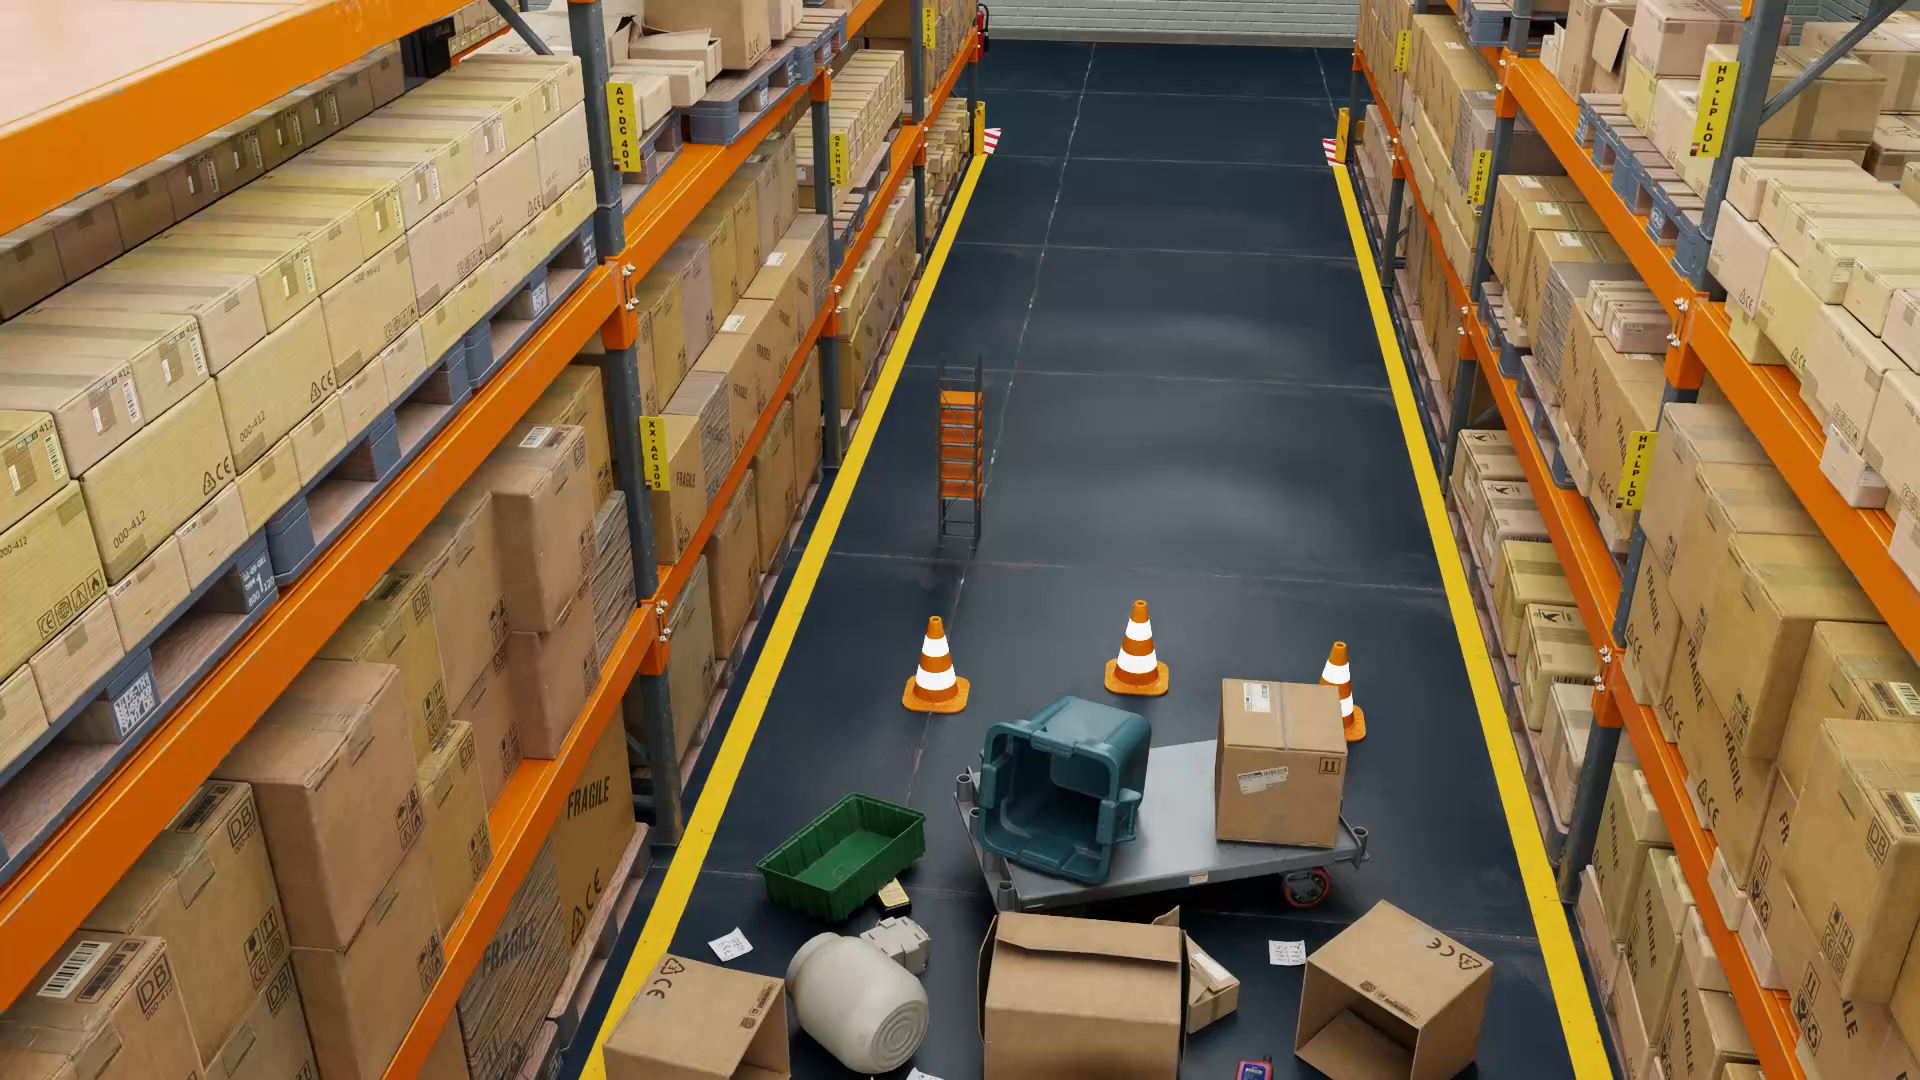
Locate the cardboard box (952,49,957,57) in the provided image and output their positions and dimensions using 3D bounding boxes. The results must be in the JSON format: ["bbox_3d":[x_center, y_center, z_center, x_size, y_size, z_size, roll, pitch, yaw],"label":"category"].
[{"bbox_3d":[-0.229,-4.854,16.363,0.380,0.149,0.250,2,28,4],"label":"cardboard box"}]

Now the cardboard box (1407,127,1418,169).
[{"bbox_3d":[3.740,-2.988,12.792,0.500,0.250,0.500,3,28,5],"label":"cardboard box"}]

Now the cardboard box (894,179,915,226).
[{"bbox_3d":[-0.647,-2.779,13.647,0.500,0.250,0.500,3,28,5],"label":"cardboard box"}]

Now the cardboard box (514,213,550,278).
[{"bbox_3d":[-1.575,-0.972,5.446,0.380,0.149,0.250,4,29,7],"label":"cardboard box"}]

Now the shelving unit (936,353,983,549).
[{"bbox_3d":[-0.002,-0.521,9.953,0.258,1.200,0.189,3,28,6],"label":"shelving unit"}]

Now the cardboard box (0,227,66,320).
[{"bbox_3d":[-2.417,-0.648,4.003,0.380,0.149,0.250,3,28,5],"label":"cardboard box"}]

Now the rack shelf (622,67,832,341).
[{"bbox_3d":[-1.542,-1.909,8.227,1.077,0.370,4.000,3,28,6],"label":"rack shelf"}]

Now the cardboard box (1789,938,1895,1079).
[{"bbox_3d":[2.572,1.242,4.363,0.500,0.500,0.500,3,28,6],"label":"cardboard box"}]

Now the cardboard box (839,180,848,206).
[{"bbox_3d":[-0.976,-2.373,11.314,0.380,0.149,0.250,5,29,9],"label":"cardboard box"}]

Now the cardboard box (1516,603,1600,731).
[{"bbox_3d":[3.284,0.663,8.185,0.950,0.372,0.625,5,29,9],"label":"cardboard box"}]

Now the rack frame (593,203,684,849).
[{"bbox_3d":[-1.787,0.036,7.020,1.000,3.000,0.127,3,28,6],"label":"rack frame"}]

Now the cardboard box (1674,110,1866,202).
[{"bbox_3d":[3.066,-1.446,6.325,0.500,0.250,0.500,3,28,5],"label":"cardboard box"}]

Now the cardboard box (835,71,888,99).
[{"bbox_3d":[-0.760,-3.494,12.767,0.380,0.149,0.250,3,28,6],"label":"cardboard box"}]

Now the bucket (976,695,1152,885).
[{"bbox_3d":[0.484,1.006,7.068,0.726,0.611,0.620,14,21,24],"label":"bucket"}]

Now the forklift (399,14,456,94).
[{"bbox_3d":[-3.832,-1.878,10.646,1.130,2.935,3.031,6,29,12],"label":"forklift"}]

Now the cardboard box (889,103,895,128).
[{"bbox_3d":[-0.723,-3.366,13.157,0.380,0.149,0.250,3,28,6],"label":"cardboard box"}]

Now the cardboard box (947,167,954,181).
[{"bbox_3d":[-0.263,-3.668,16.458,0.380,0.149,0.250,4,29,7],"label":"cardboard box"}]

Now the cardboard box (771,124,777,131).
[{"bbox_3d":[-1.533,-2.918,12.012,0.380,0.149,0.250,4,29,7],"label":"cardboard box"}]

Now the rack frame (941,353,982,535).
[{"bbox_3d":[0.009,-0.564,10.033,0.240,1.200,0.006,3,28,6],"label":"rack frame"}]

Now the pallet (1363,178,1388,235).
[{"bbox_3d":[4.436,-3.191,15.951,1.003,0.211,1.213,3,28,6],"label":"pallet"}]

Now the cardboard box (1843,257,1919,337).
[{"bbox_3d":[2.692,-0.666,4.584,0.380,0.149,0.250,2,28,5],"label":"cardboard box"}]

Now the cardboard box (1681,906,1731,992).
[{"bbox_3d":[2.632,1.373,5.521,0.380,0.149,0.250,5,29,9],"label":"cardboard box"}]

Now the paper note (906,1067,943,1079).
[{"bbox_3d":[-0.137,2.092,6.342,0.172,0.023,0.155,14,31,24],"label":"paper note"}]

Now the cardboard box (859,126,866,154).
[{"bbox_3d":[-0.882,-2.874,11.930,0.380,0.149,0.250,3,28,6],"label":"cardboard box"}]

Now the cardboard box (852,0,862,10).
[{"bbox_3d":[-0.909,-3.700,10.688,0.500,0.500,0.500,3,28,6],"label":"cardboard box"}]

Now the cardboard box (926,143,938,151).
[{"bbox_3d":[-0.411,-3.692,15.875,0.380,0.149,0.250,2,28,4],"label":"cardboard box"}]

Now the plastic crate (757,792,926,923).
[{"bbox_3d":[-0.508,1.407,7.380,0.450,0.188,0.662,9,28,37],"label":"plastic crate"}]

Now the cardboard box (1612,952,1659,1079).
[{"bbox_3d":[2.743,1.816,6.173,0.500,0.250,0.500,5,29,9],"label":"cardboard box"}]

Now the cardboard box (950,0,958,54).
[{"bbox_3d":[-0.309,-4.845,15.662,0.500,0.500,0.500,5,29,9],"label":"cardboard box"}]

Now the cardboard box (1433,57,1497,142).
[{"bbox_3d":[3.623,-3.062,11.612,0.500,0.500,0.500,3,28,5],"label":"cardboard box"}]

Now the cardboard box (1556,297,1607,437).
[{"bbox_3d":[3.095,-0.790,7.693,0.500,0.500,0.500,4,29,8],"label":"cardboard box"}]

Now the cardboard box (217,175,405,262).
[{"bbox_3d":[-1.701,-0.848,4.375,0.380,0.149,0.250,4,29,7],"label":"cardboard box"}]

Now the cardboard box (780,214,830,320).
[{"bbox_3d":[-1.086,-1.663,10.069,0.500,0.500,0.500,3,28,6],"label":"cardboard box"}]

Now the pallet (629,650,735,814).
[{"bbox_3d":[-1.767,0.896,8.364,1.003,0.211,1.213,3,28,6],"label":"pallet"}]

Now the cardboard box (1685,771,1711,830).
[{"bbox_3d":[2.734,0.880,5.719,0.380,0.149,0.250,4,29,8],"label":"cardboard box"}]

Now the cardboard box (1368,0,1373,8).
[{"bbox_3d":[4.210,-5.403,15.958,0.500,0.500,0.500,3,28,5],"label":"cardboard box"}]

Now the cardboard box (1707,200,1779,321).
[{"bbox_3d":[2.812,-0.918,5.473,0.500,0.250,0.500,3,28,5],"label":"cardboard box"}]

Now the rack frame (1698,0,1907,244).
[{"bbox_3d":[3.138,-2.365,5.152,1.000,3.000,0.127,3,28,6],"label":"rack frame"}]

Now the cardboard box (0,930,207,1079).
[{"bbox_3d":[-2.193,1.205,3.553,0.875,0.550,0.550,3,28,6],"label":"cardboard box"}]

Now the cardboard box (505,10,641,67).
[{"bbox_3d":[-1.791,-2.312,7.762,0.500,0.311,0.500,2,28,4],"label":"cardboard box"}]

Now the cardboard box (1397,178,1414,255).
[{"bbox_3d":[4.302,-2.836,14.609,0.875,0.438,0.875,3,28,5],"label":"cardboard box"}]

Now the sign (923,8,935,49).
[{"bbox_3d":[-0.256,-4.209,13.679,0.100,0.325,0.005,3,28,6],"label":"sign"}]

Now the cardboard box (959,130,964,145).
[{"bbox_3d":[-0.160,-4.163,17.065,0.380,0.149,0.250,2,28,4],"label":"cardboard box"}]

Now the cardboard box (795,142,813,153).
[{"bbox_3d":[-1.018,-2.516,10.952,0.380,0.149,0.250,3,28,5],"label":"cardboard box"}]

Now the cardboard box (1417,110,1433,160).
[{"bbox_3d":[3.660,-2.970,12.231,0.500,0.250,0.500,4,29,7],"label":"cardboard box"}]

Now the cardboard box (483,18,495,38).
[{"bbox_3d":[-5.038,-5.292,17.176,0.380,0.149,0.250,4,29,7],"label":"cardboard box"}]

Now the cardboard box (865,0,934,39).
[{"bbox_3d":[-0.510,-4.543,14.047,0.500,0.500,0.500,4,29,7],"label":"cardboard box"}]

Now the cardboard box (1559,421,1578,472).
[{"bbox_3d":[3.000,-0.423,7.694,0.380,0.149,0.250,4,29,7],"label":"cardboard box"}]

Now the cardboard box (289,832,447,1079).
[{"bbox_3d":[-2.038,1.159,4.777,0.875,0.550,0.550,3,28,6],"label":"cardboard box"}]

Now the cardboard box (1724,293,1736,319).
[{"bbox_3d":[2.853,-0.800,5.674,0.380,0.149,0.250,3,28,5],"label":"cardboard box"}]

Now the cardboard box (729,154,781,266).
[{"bbox_3d":[-1.423,-1.882,9.421,0.700,0.500,0.500,3,28,5],"label":"cardboard box"}]

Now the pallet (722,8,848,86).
[{"bbox_3d":[-1.323,-2.778,9.280,1.213,0.211,1.003,5,29,9],"label":"pallet"}]

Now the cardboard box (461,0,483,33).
[{"bbox_3d":[-5.148,-5.291,16.753,0.500,0.250,0.500,2,28,4],"label":"cardboard box"}]

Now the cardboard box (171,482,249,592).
[{"bbox_3d":[-1.825,-0.020,3.678,0.380,0.149,0.250,4,29,7],"label":"cardboard box"}]

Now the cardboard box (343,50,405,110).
[{"bbox_3d":[-2.169,-1.602,5.774,0.380,0.149,0.250,4,29,7],"label":"cardboard box"}]

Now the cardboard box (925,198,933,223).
[{"bbox_3d":[-0.445,-2.942,14.798,0.380,0.149,0.250,5,29,9],"label":"cardboard box"}]

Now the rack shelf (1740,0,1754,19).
[{"bbox_3d":[3.383,-2.813,7.164,1.077,0.370,4.000,3,28,6],"label":"rack shelf"}]

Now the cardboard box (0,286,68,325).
[{"bbox_3d":[-2.370,-0.414,3.989,0.500,0.250,0.500,3,28,6],"label":"cardboard box"}]
